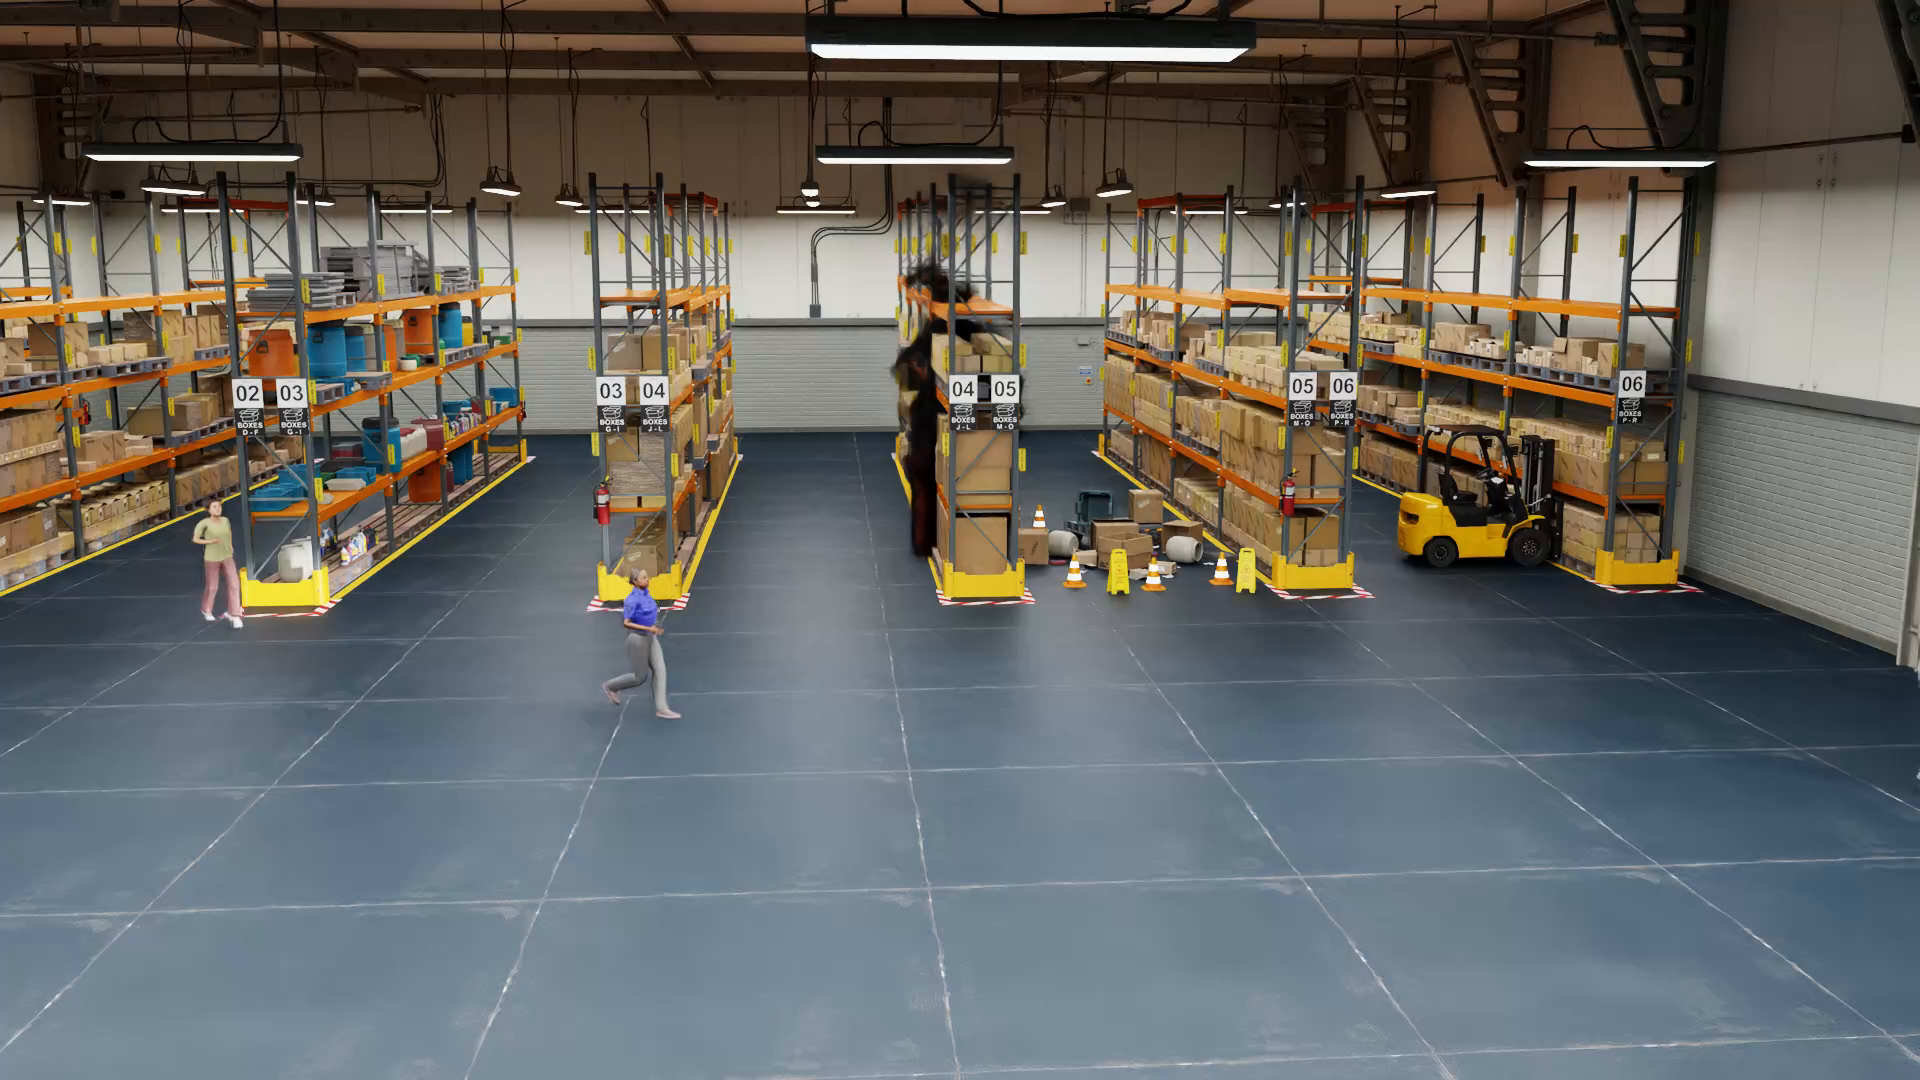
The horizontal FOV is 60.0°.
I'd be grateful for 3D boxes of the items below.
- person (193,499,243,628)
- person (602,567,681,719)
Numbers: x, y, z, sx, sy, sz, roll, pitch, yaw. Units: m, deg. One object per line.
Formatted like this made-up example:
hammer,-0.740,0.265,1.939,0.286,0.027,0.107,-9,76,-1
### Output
person,-9.879,0.297,22.124,0.807,1.704,0.581,10,14,43
person,-3.401,1.092,17.761,0.887,1.632,0.581,3,11,17
